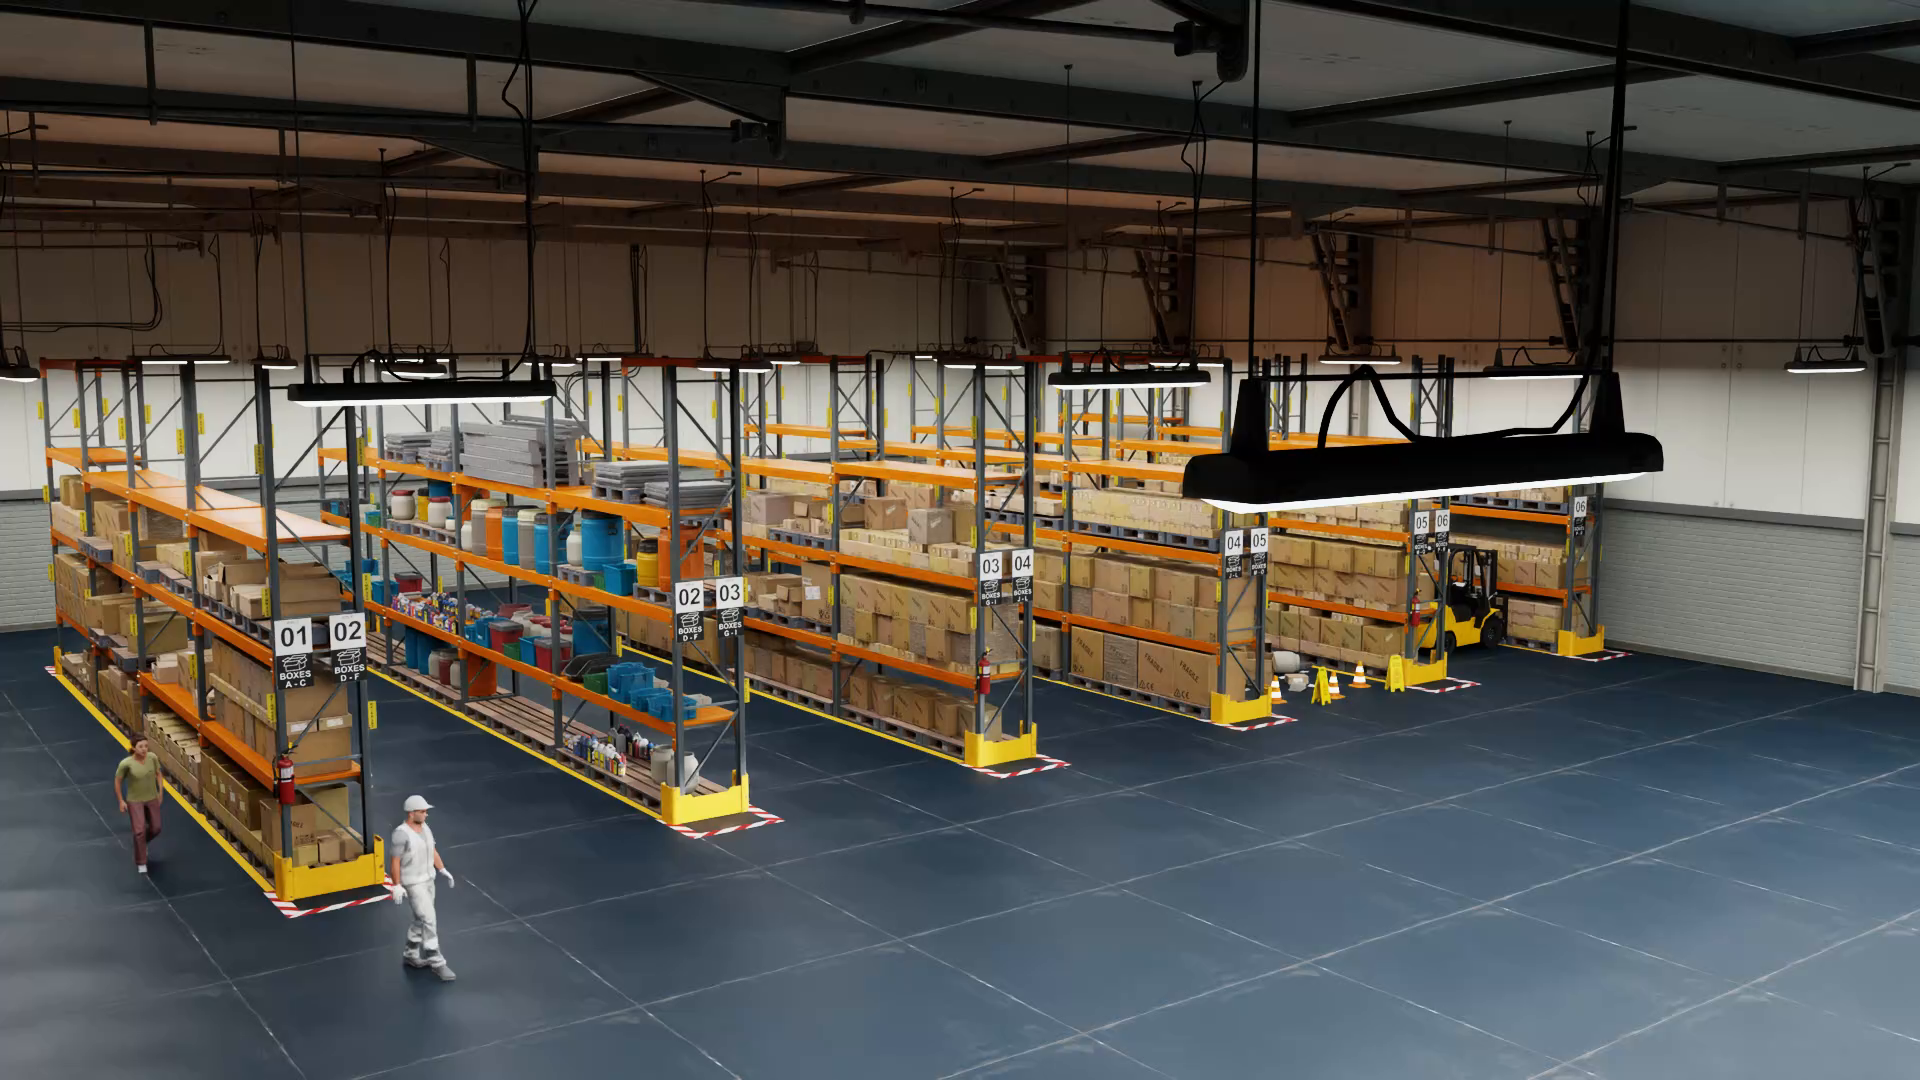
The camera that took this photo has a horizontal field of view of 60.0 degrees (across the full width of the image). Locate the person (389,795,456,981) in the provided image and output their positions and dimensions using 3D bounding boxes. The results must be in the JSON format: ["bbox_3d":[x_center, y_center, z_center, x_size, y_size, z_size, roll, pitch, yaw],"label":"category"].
[{"bbox_3d":[-5.325,3.458,16.682,0.756,1.790,0.559,2,7,16],"label":"person"}]

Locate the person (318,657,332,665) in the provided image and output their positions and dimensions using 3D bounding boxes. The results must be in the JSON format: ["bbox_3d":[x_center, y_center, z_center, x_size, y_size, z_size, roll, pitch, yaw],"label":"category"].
[{"bbox_3d":[-10.858,2.006,28.746,0.640,1.737,1.010,-4,8,-27],"label":"person"}]

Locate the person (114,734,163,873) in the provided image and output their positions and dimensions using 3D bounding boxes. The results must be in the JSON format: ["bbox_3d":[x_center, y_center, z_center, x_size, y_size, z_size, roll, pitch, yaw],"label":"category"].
[{"bbox_3d":[-9.878,3.127,20.001,0.640,1.653,0.535,6,9,43],"label":"person"}]
